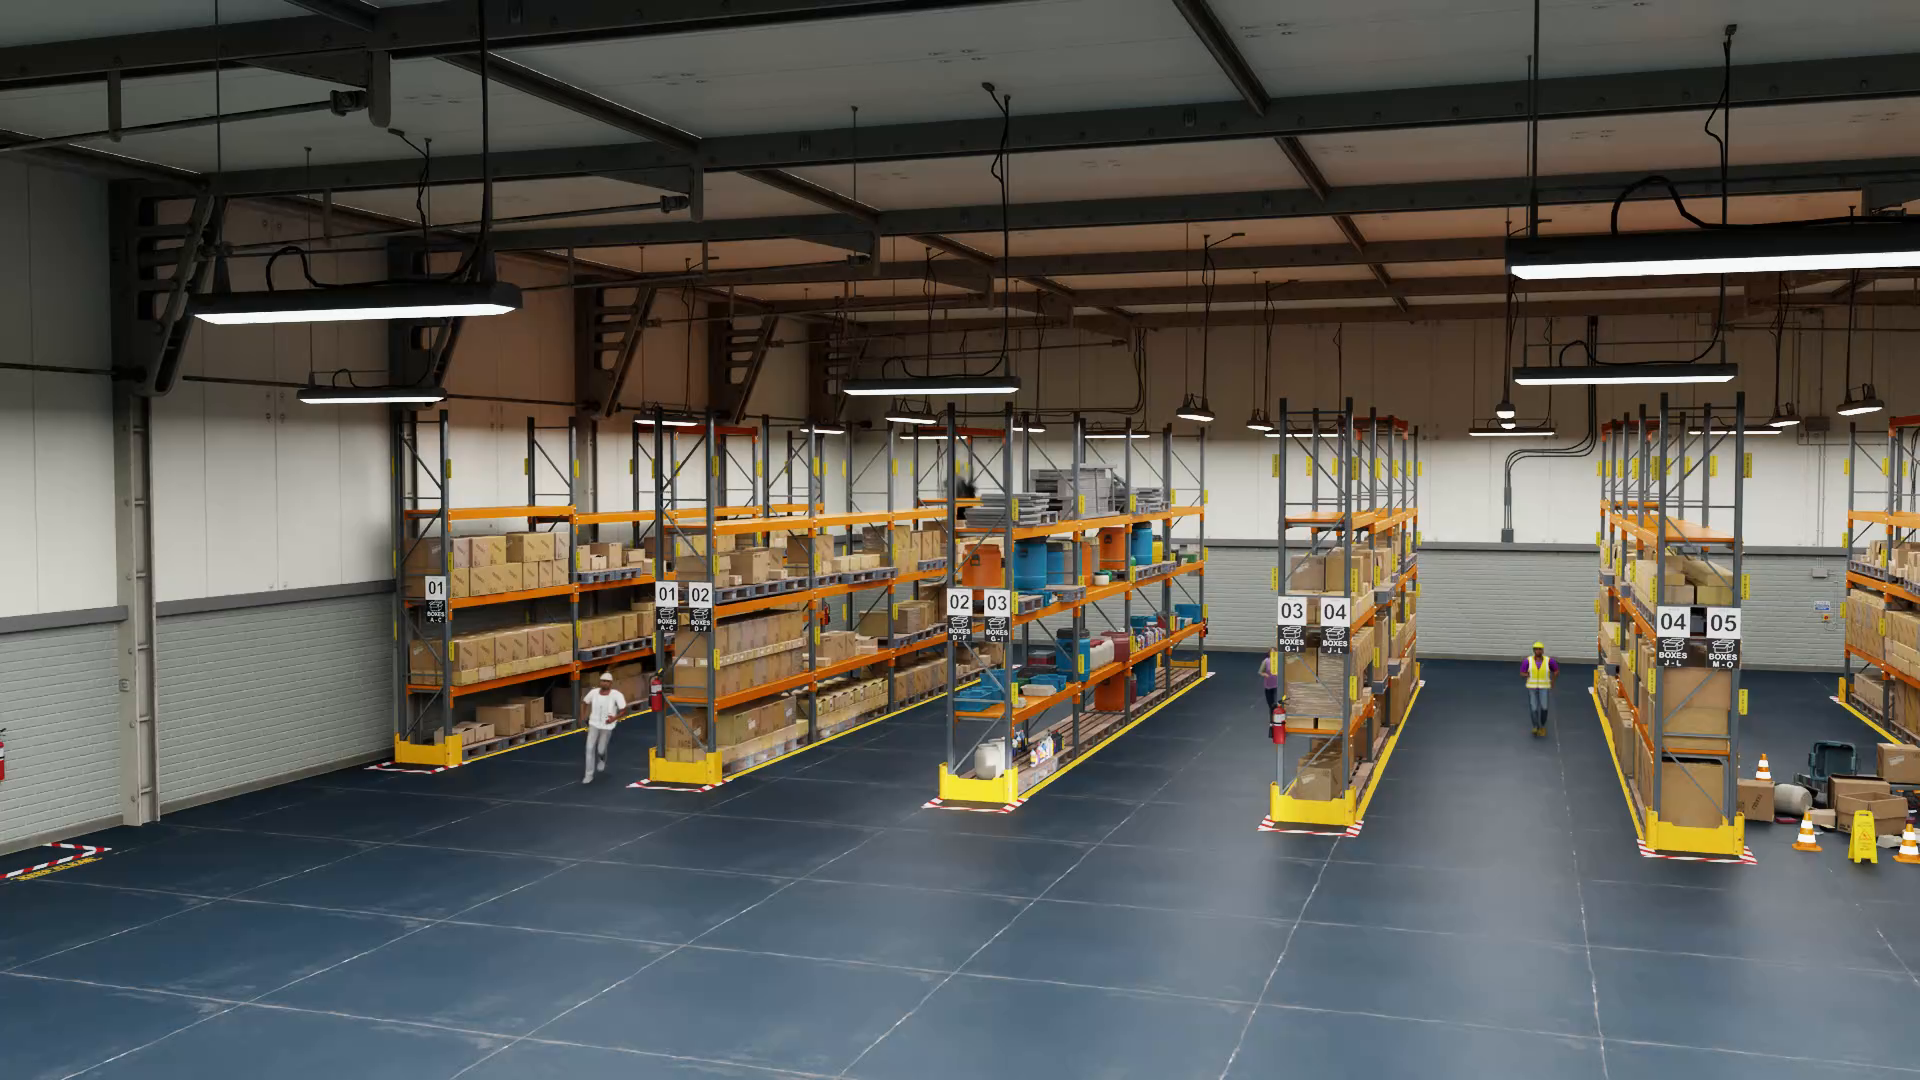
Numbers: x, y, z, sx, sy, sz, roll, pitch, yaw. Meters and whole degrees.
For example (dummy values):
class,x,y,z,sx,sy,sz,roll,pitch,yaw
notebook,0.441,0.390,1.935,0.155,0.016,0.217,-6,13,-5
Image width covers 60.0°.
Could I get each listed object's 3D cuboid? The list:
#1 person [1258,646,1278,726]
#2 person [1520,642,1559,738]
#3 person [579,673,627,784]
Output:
class,x,y,z,sx,sy,sz,roll,pitch,yaw
person,5.950,2.833,31.656,0.528,1.631,0.751,1,3,18
person,10.789,2.799,31.010,0.676,1.790,0.668,1,3,22
person,-5.729,2.991,26.701,0.754,1.738,0.881,0,2,2
